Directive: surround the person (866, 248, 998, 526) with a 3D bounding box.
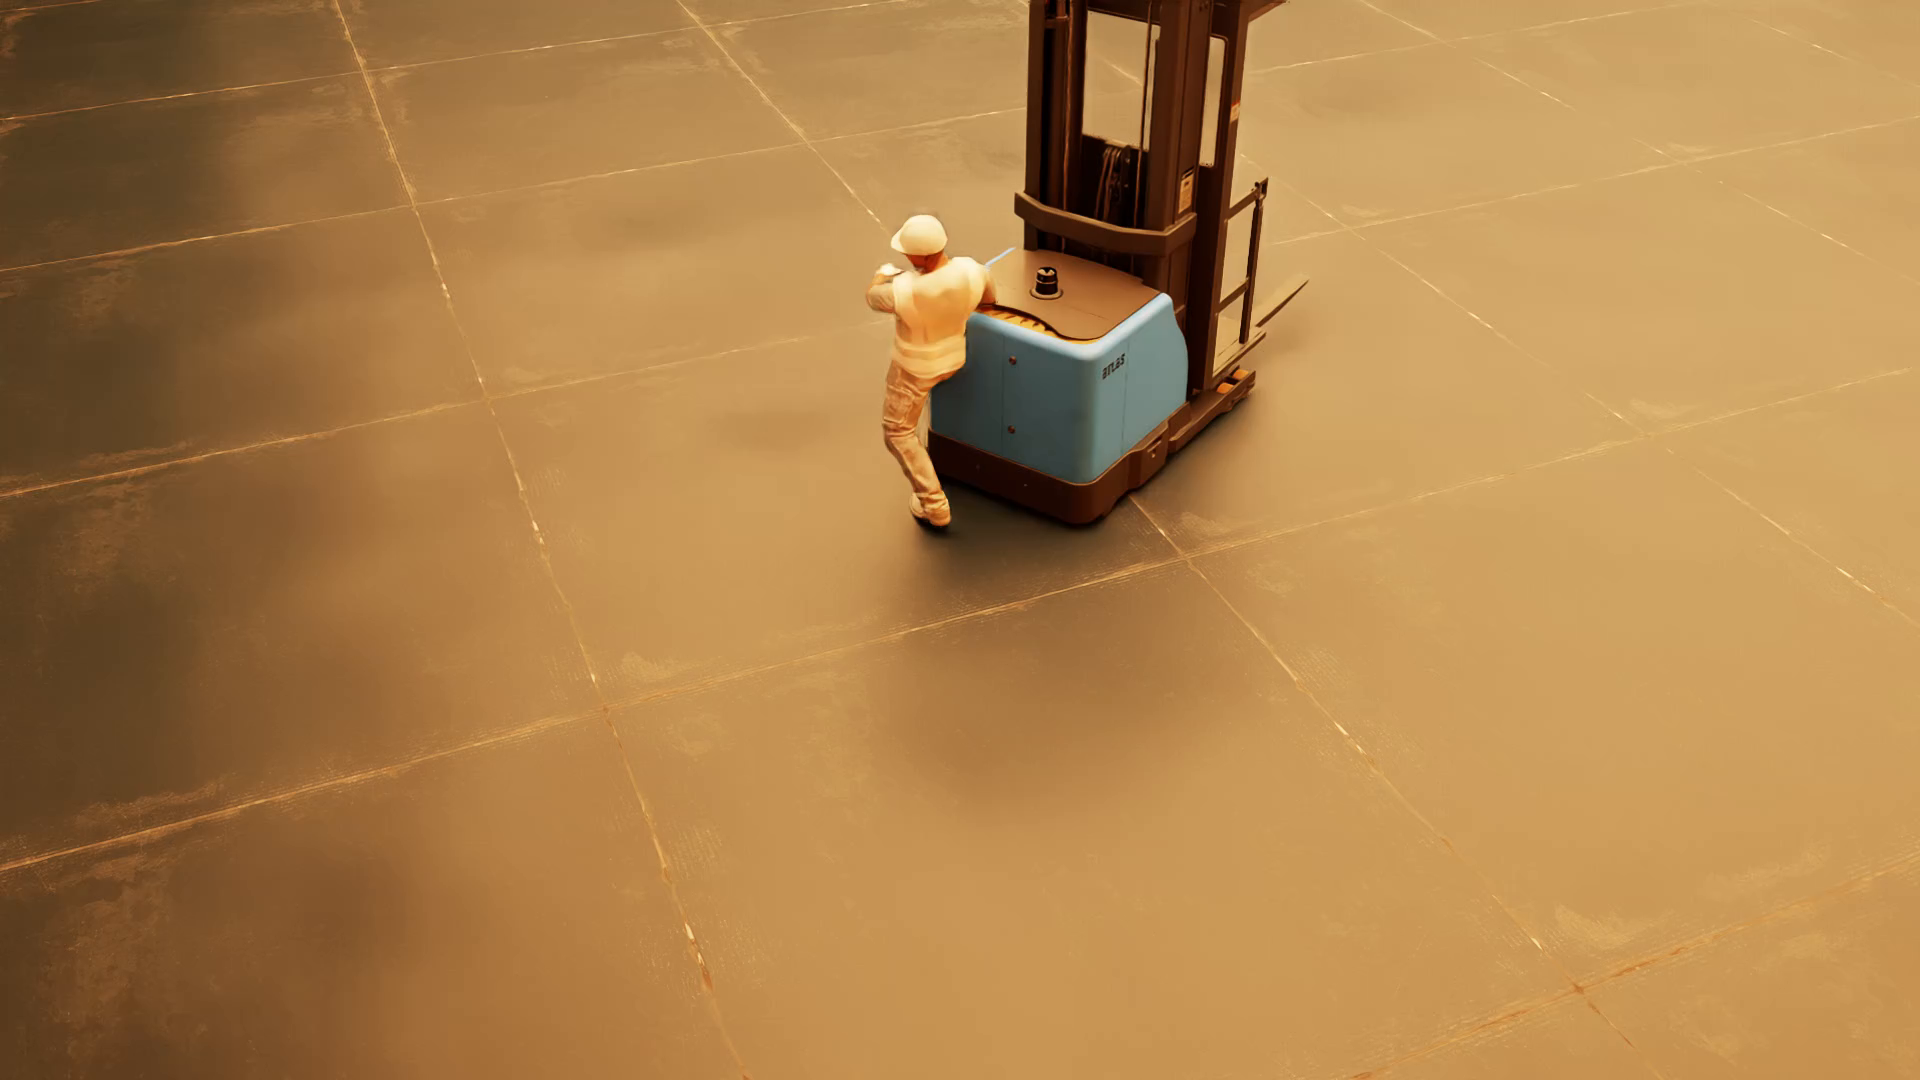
[{"bbox_3d":[-0.108,-0.993,8.634,0.797,1.639,0.878,-25,42,-30],"label":"person"}]

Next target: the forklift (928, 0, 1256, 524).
[{"bbox_3d":[1.085,-2.087,9.034,1.130,2.935,3.031,22,41,28],"label":"forklift"}]
